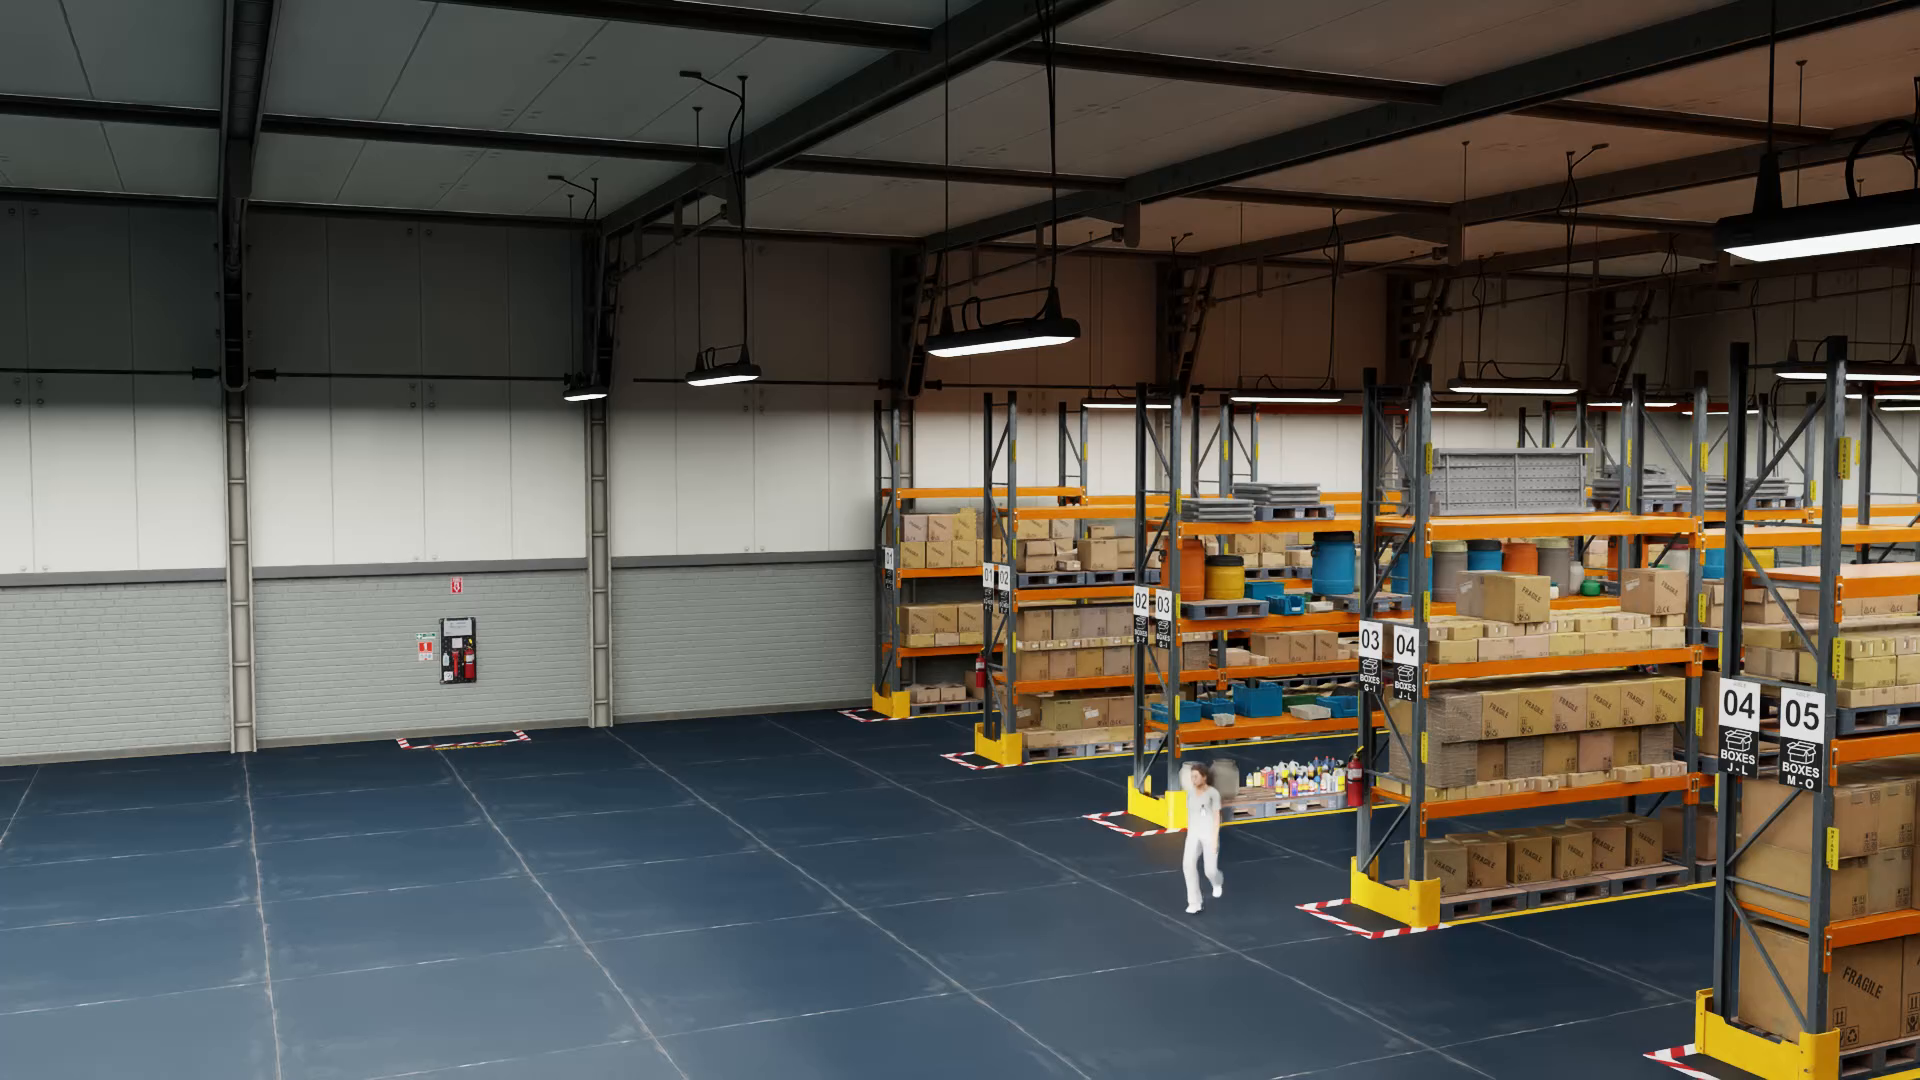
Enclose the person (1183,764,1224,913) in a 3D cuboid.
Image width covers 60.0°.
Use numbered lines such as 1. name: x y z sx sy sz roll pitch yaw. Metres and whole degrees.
1. person: 2.701 3.293 18.518 0.447 1.570 0.902 2 4 32
